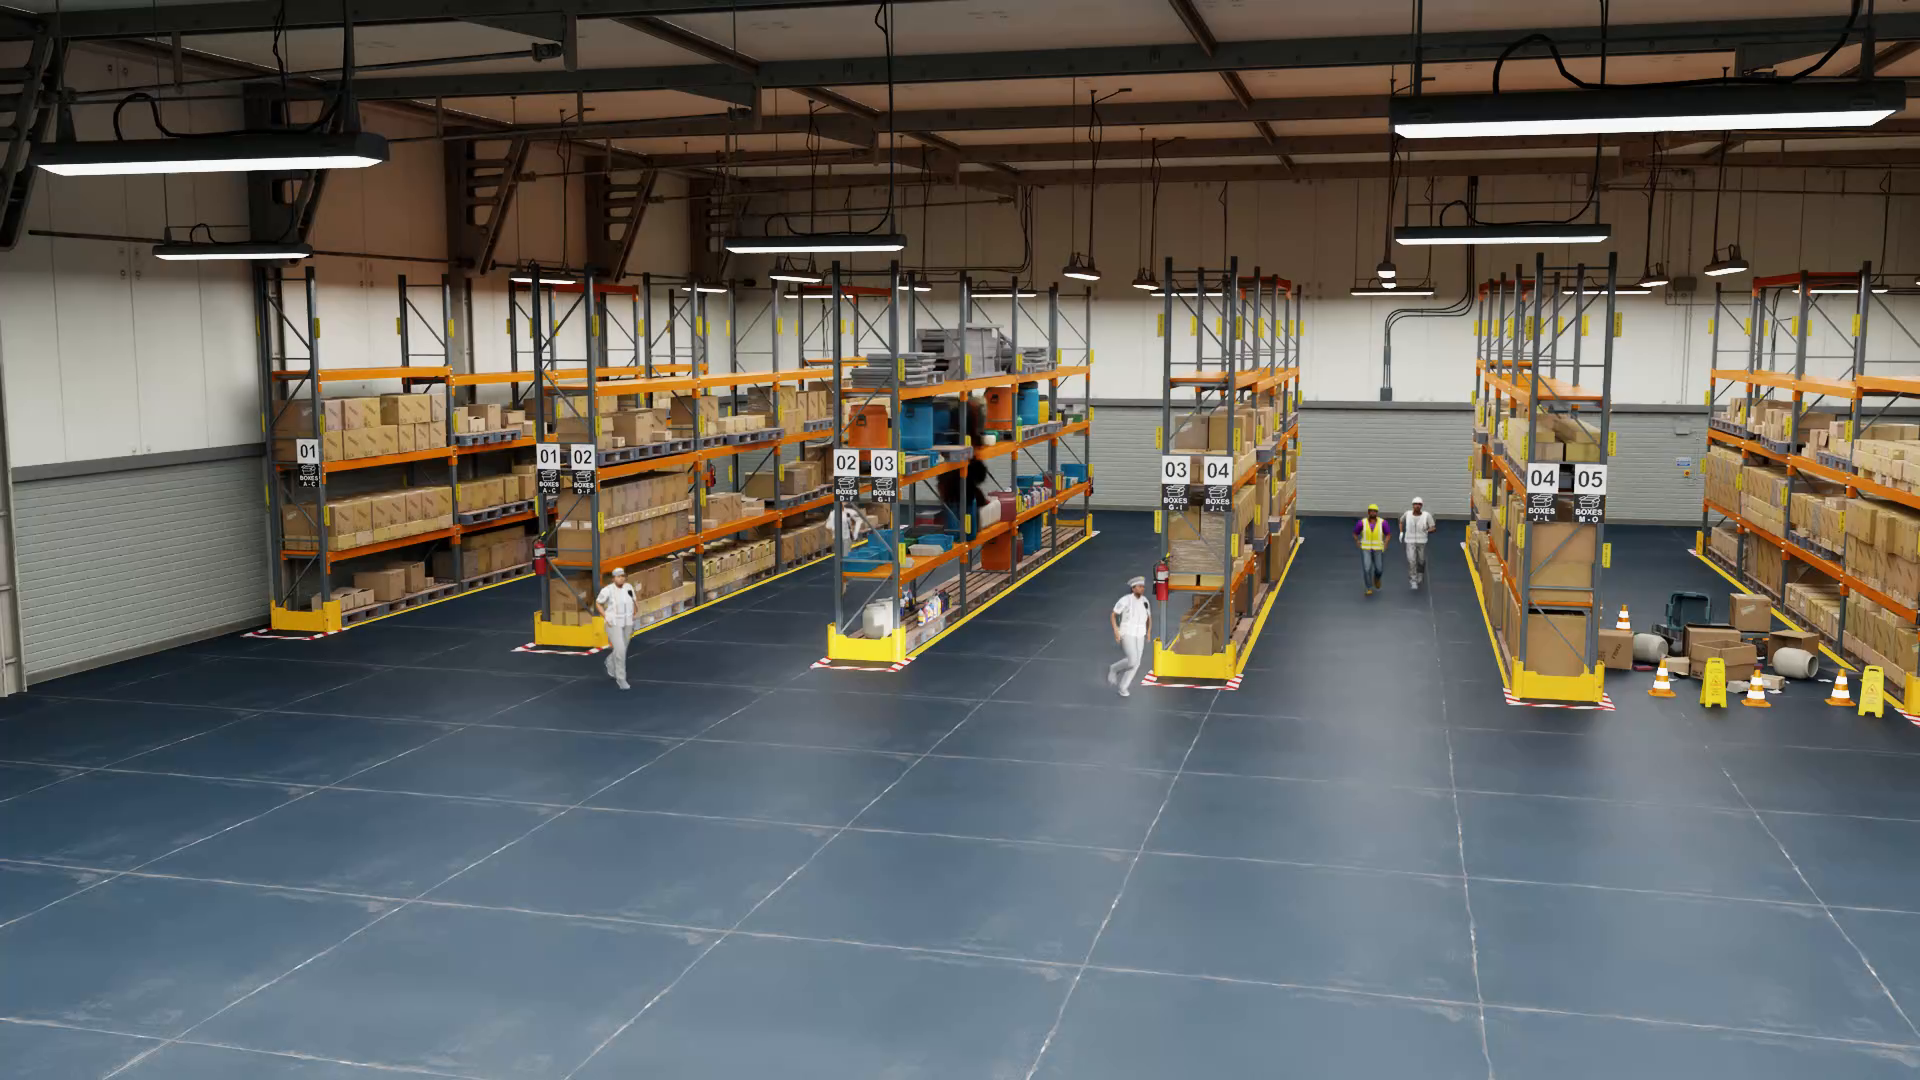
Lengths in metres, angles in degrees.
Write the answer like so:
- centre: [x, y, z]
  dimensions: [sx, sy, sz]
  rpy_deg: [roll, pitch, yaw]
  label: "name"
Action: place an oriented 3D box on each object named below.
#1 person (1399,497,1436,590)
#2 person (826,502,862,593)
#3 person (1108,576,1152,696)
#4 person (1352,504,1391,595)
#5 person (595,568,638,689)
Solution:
- centre: [8.795, 0.052, 32.036]
  dimensions: [0.691, 1.765, 0.918]
  rpy_deg: [2, 8, 16]
  label: "person"
- centre: [-2.129, 0.036, 30.194]
  dimensions: [0.599, 1.768, 0.707]
  rpy_deg: [1, 7, 10]
  label: "person"
- centre: [2.399, 1.306, 22.872]
  dimensions: [0.612, 1.620, 0.518]
  rpy_deg: [-4, 8, -27]
  label: "person"
- centre: [7.765, 0.169, 31.406]
  dimensions: [0.707, 1.717, 0.619]
  rpy_deg: [2, 7, 12]
  label: "person"
- centre: [-4.826, 1.219, 23.476]
  dimensions: [0.594, 1.705, 0.785]
  rpy_deg: [-6, 10, -41]
  label: "person"
